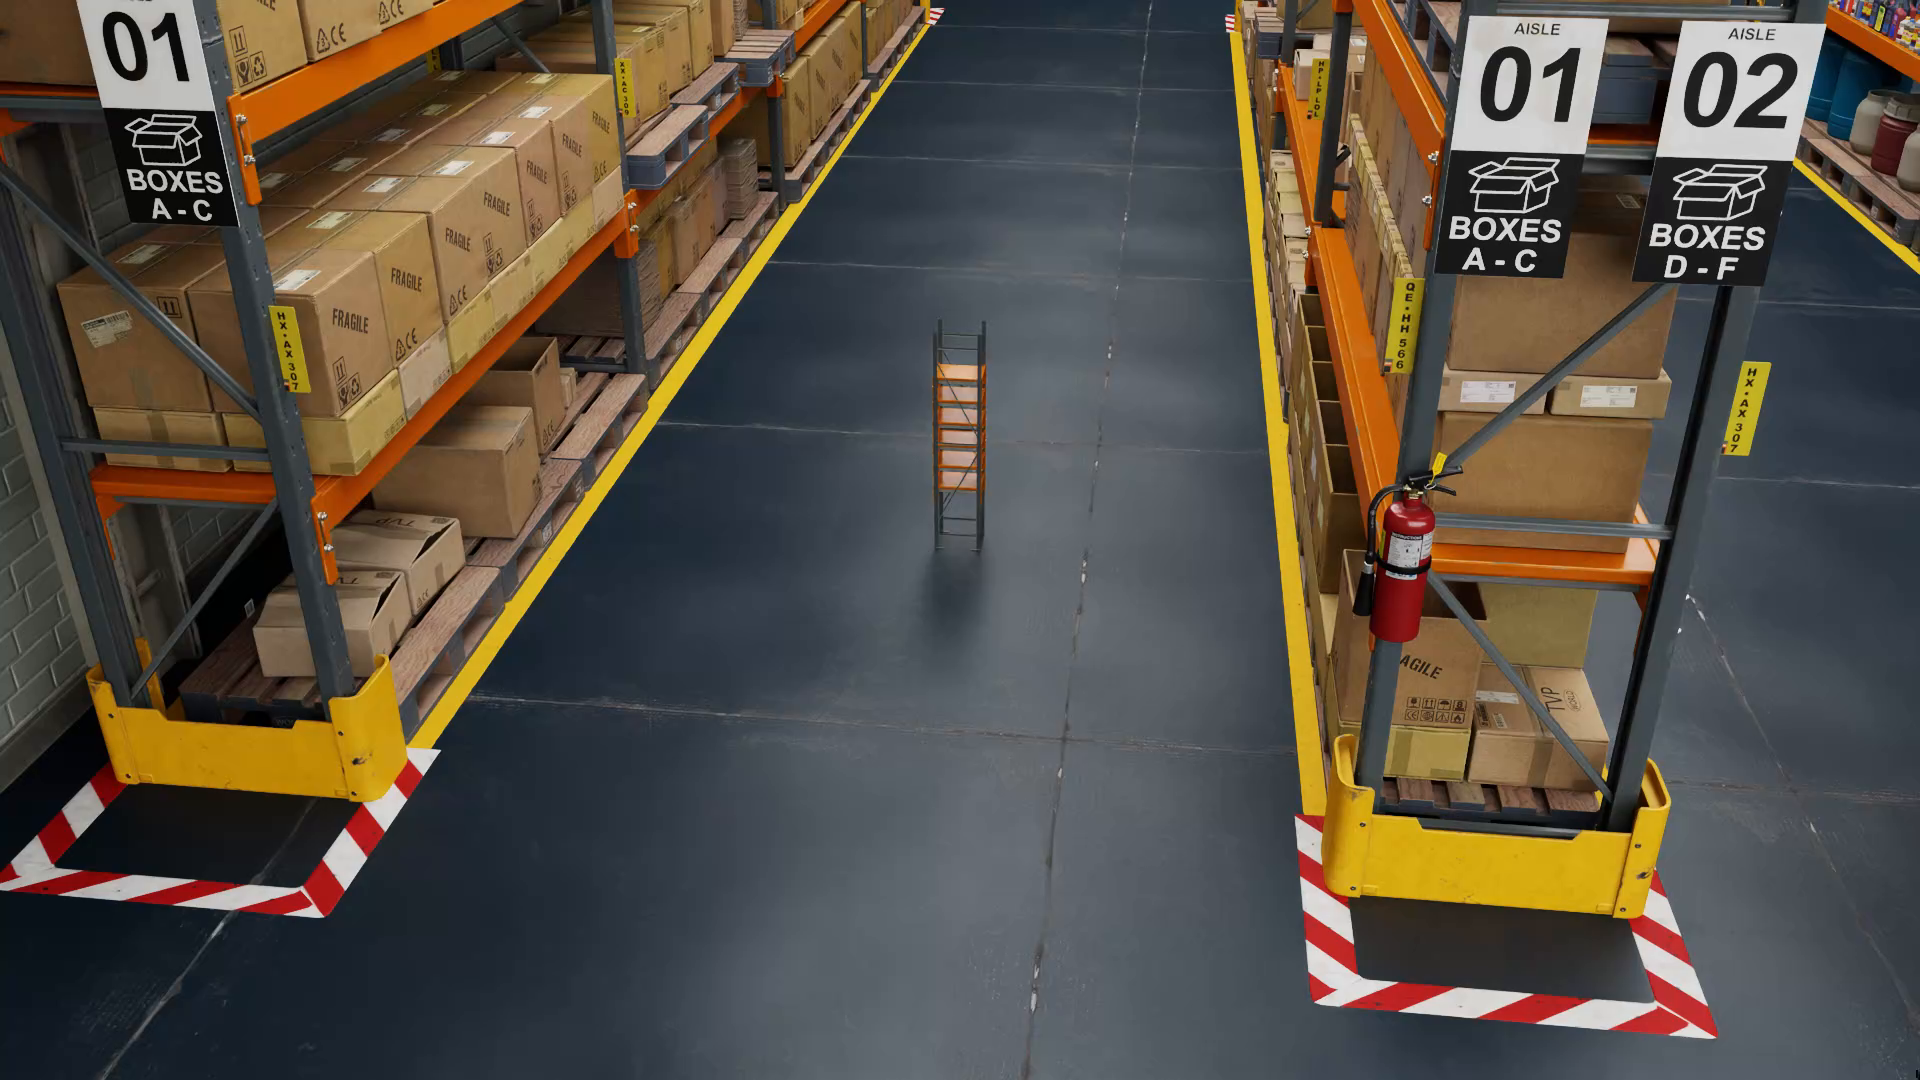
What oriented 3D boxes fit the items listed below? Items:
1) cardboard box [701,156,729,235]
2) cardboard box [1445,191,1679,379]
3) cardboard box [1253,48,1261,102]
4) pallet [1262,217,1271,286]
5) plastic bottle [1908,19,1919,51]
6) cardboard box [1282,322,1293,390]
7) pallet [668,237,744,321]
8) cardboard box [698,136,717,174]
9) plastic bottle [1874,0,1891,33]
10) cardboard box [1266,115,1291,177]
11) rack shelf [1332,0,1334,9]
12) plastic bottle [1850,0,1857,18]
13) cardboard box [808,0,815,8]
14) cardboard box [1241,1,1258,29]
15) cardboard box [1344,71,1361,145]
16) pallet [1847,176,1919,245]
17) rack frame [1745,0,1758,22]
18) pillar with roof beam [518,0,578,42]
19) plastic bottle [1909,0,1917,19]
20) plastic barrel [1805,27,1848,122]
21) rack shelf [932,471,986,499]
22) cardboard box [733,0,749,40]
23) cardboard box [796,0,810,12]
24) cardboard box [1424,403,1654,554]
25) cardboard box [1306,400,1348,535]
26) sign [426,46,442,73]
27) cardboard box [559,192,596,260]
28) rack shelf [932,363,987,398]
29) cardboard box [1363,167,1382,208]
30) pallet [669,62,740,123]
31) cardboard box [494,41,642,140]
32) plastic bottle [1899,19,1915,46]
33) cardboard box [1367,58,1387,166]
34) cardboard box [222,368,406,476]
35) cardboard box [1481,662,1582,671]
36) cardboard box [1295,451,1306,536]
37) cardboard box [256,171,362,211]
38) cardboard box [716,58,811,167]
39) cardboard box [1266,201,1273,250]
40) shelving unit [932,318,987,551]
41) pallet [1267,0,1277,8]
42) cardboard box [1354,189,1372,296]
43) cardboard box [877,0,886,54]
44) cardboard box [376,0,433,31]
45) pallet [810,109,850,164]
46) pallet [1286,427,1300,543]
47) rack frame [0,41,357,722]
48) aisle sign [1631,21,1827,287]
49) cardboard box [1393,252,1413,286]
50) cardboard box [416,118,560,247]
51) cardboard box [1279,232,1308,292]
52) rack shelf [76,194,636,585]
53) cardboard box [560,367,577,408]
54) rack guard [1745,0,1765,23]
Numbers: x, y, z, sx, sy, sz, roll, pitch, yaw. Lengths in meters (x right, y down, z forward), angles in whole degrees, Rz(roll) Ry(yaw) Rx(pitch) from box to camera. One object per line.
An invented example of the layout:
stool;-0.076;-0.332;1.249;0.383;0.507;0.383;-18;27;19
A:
cardboard box;-2.167;-2.610;12.604;0.700;0.500;0.500;3;28;6
cardboard box;2.061;-0.902;5.788;0.700;0.500;0.500;3;29;6
cardboard box;3.153;-4.571;16.243;0.500;0.500;0.500;2;28;4
pallet;2.825;-2.195;12.603;1.003;0.211;1.213;3;28;6
plastic bottle;7.614;-4.022;13.189;0.097;0.271;0.097;0;28;0
cardboard box;2.237;-1.112;10.108;0.500;0.250;0.500;3;28;6
pallet;-2.202;-1.926;12.103;1.003;0.211;1.213;3;28;6
cardboard box;-2.121;-2.911;12.372;0.500;0.250;0.500;4;29;7
plastic bottle;7.685;-4.370;13.823;0.061;0.283;0.133;3;28;6
cardboard box;2.846;-3.355;13.987;0.500;0.500;0.500;4;29;8
rack shelf;2.719;-3.871;10.368;1.077;0.370;4.000;3;28;6
plastic bottle;7.780;-4.630;14.390;0.097;0.201;0.097;0;28;0
cardboard box;-1.505;-4.857;14.846;0.380;0.149;0.250;4;29;6
cardboard box;3.535;-6.082;19.313;0.500;0.250;0.500;3;28;6
cardboard box;2.649;-2.578;10.267;0.500;0.500;0.500;5;29;10
pallet;7.935;-2.665;13.474;1.003;0.211;1.213;3;28;6
rack frame;8.860;-7.284;19.109;1.000;3.000;0.127;3;28;6
pillar with roof beam;1.302;-5.924;10.258;9.100;9.000;0.400;3;28;6
plastic bottle;7.812;-4.299;13.691;0.061;0.283;0.133;3;28;6
plastic barrel;8.286;-4.408;15.538;0.600;0.901;0.708;3;28;6
rack shelf;-0.002;-0.271;8.588;0.258;0.103;0.180;3;28;6
cardboard box;-2.000;-4.110;12.648;0.700;0.500;0.500;0;28;0
cardboard box;-1.566;-4.738;13.942;0.500;0.500;0.500;4;29;8
cardboard box;2.054;-0.306;6.049;0.700;0.500;0.500;3;28;6
cardboard box;1.925;-0.324;7.854;0.500;0.500;0.500;3;28;6
sign;-2.994;-2.752;9.475;0.100;0.325;0.005;3;28;6
cardboard box;-2.269;-1.680;8.842;0.500;0.250;0.500;3;29;6
rack shelf;-0.002;-0.799;8.303;0.258;0.103;0.180;3;28;6
cardboard box;2.125;-1.659;7.877;0.380;0.149;0.250;2;28;5
pallet;-2.154;-3.076;11.499;1.003;0.211;1.213;3;28;6
cardboard box;-2.346;-2.687;10.005;0.700;0.500;0.500;3;29;6
plastic bottle;7.638;-4.083;13.376;0.097;0.201;0.097;0;28;0
cardboard box;2.365;-2.093;8.000;0.700;0.500;0.500;3;28;6
cardboard box;-2.558;-0.483;6.621;0.500;0.250;0.500;3;28;5
cardboard box;2.328;0.508;7.101;0.500;0.250;0.500;3;28;6
cardboard box;1.984;-0.229;8.469;0.500;0.250;0.500;3;28;6
cardboard box;-2.955;-1.316;7.376;0.500;0.500;0.500;3;28;5
cardboard box;-1.732;-3.671;14.226;0.750;0.750;0.750;3;28;6
cardboard box;2.548;-2.317;12.344;0.500;0.250;0.500;3;28;5
shelving unit;-0.002;-0.521;8.453;0.258;1.200;0.189;3;28;6
pallet;3.198;-4.640;14.402;1.003;0.211;1.213;3;28;6
cardboard box;2.368;-1.512;8.288;0.700;0.500;0.500;3;28;6
cardboard box;-1.204;-5.644;18.257;0.700;0.500;0.500;3;28;6
cardboard box;-2.483;-2.340;6.642;0.500;0.500;0.500;5;29;9
pallet;-1.629;-3.806;15.593;1.003;0.211;1.213;3;28;6
pallet;2.335;-0.326;9.132;1.003;0.211;1.213;3;28;6
rack frame;-2.933;-0.329;6.198;1.000;3.000;0.127;3;28;6
aisle sign;2.280;-1.138;4.959;0.394;0.787;0.004;3;28;6
cardboard box;1.969;-1.049;6.745;0.380;0.149;0.250;4;29;8
cardboard box;-2.321;-1.772;8.223;0.500;0.500;0.500;3;28;5
cardboard box;2.360;-1.834;10.857;0.500;0.311;0.500;3;28;6
rack shelf;-2.688;-0.953;8.116;1.077;0.370;4.000;3;28;6
cardboard box;-2.478;-0.904;9.789;0.380;0.166;0.250;0;28;0
rack guard;8.850;-6.196;19.724;1.175;0.500;0.348;3;28;6
